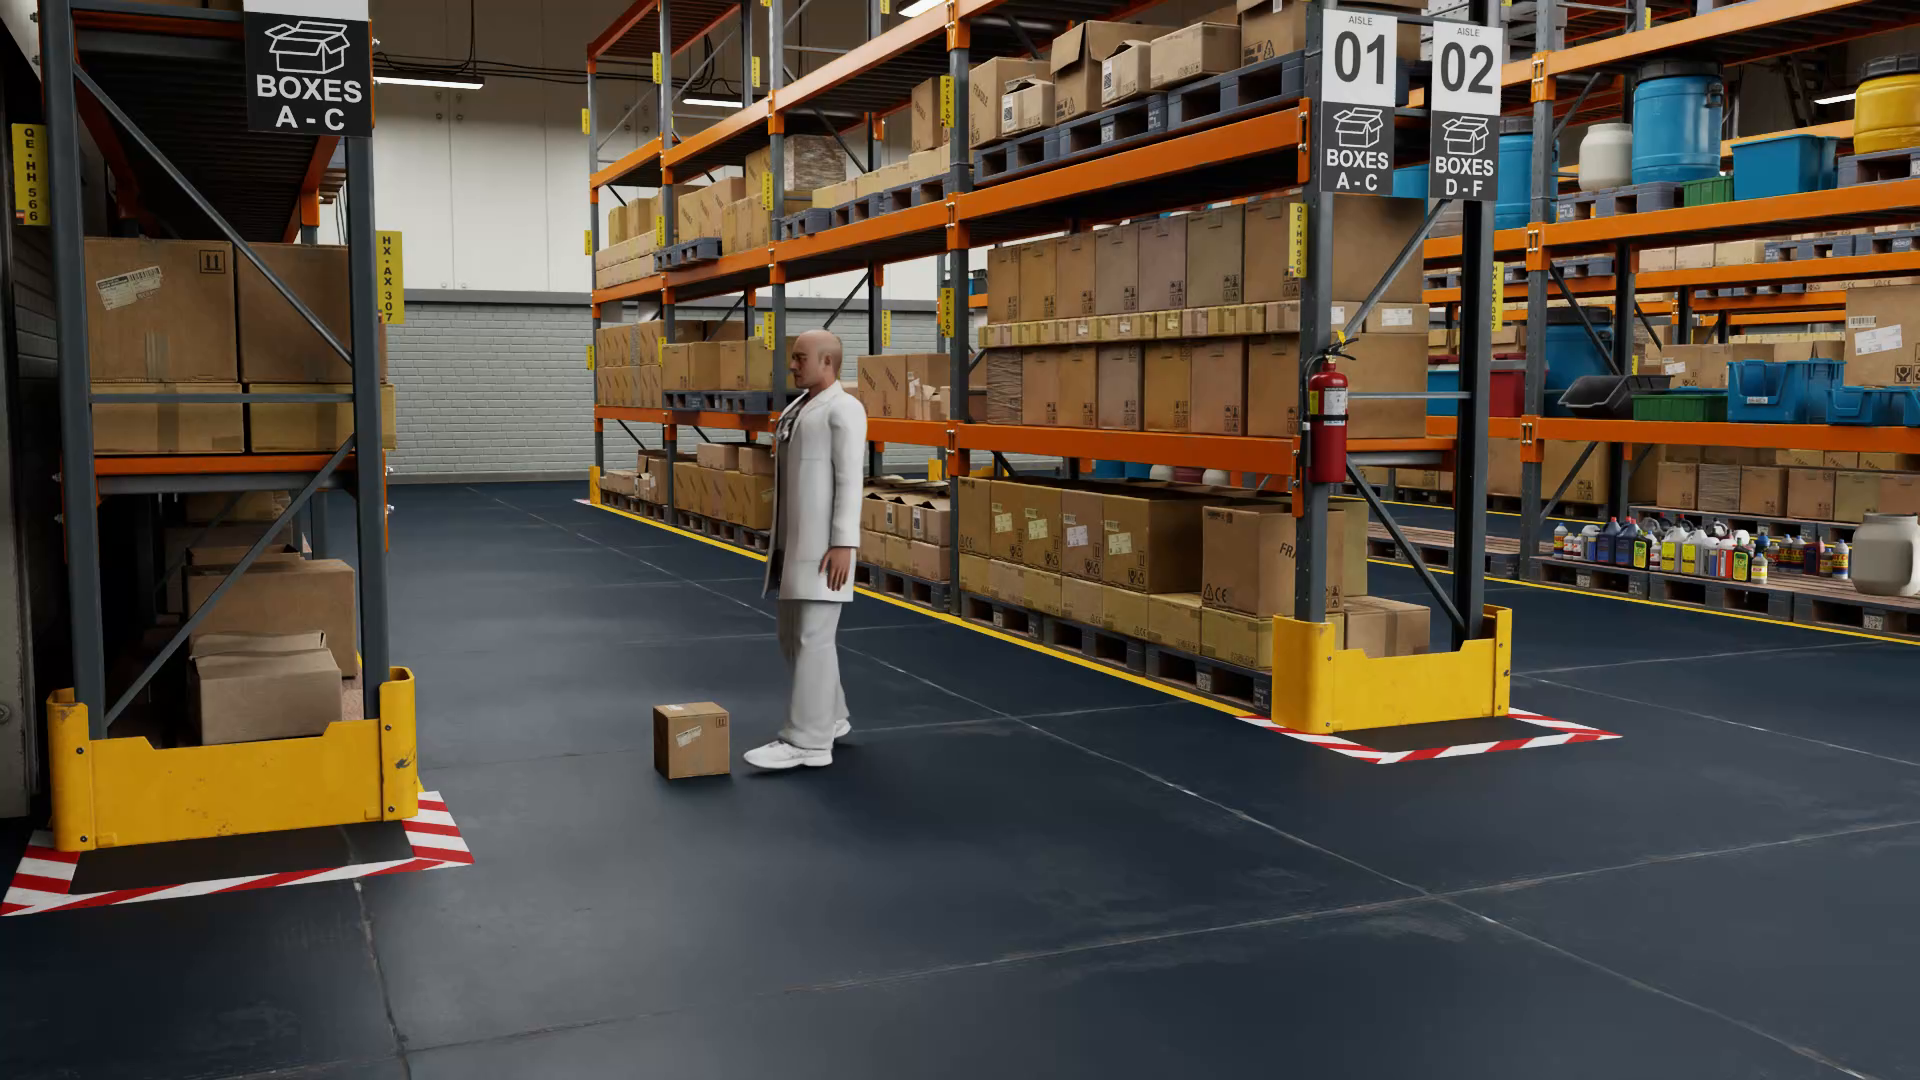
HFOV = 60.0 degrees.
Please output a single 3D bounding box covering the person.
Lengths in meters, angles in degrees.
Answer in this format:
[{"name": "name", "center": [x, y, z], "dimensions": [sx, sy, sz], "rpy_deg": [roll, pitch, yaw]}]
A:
[{"name": "person", "center": [-0.638, 0.034, 6.840], "dimensions": [0.633, 1.795, 0.618], "rpy_deg": [-3, 6, -30]}]
